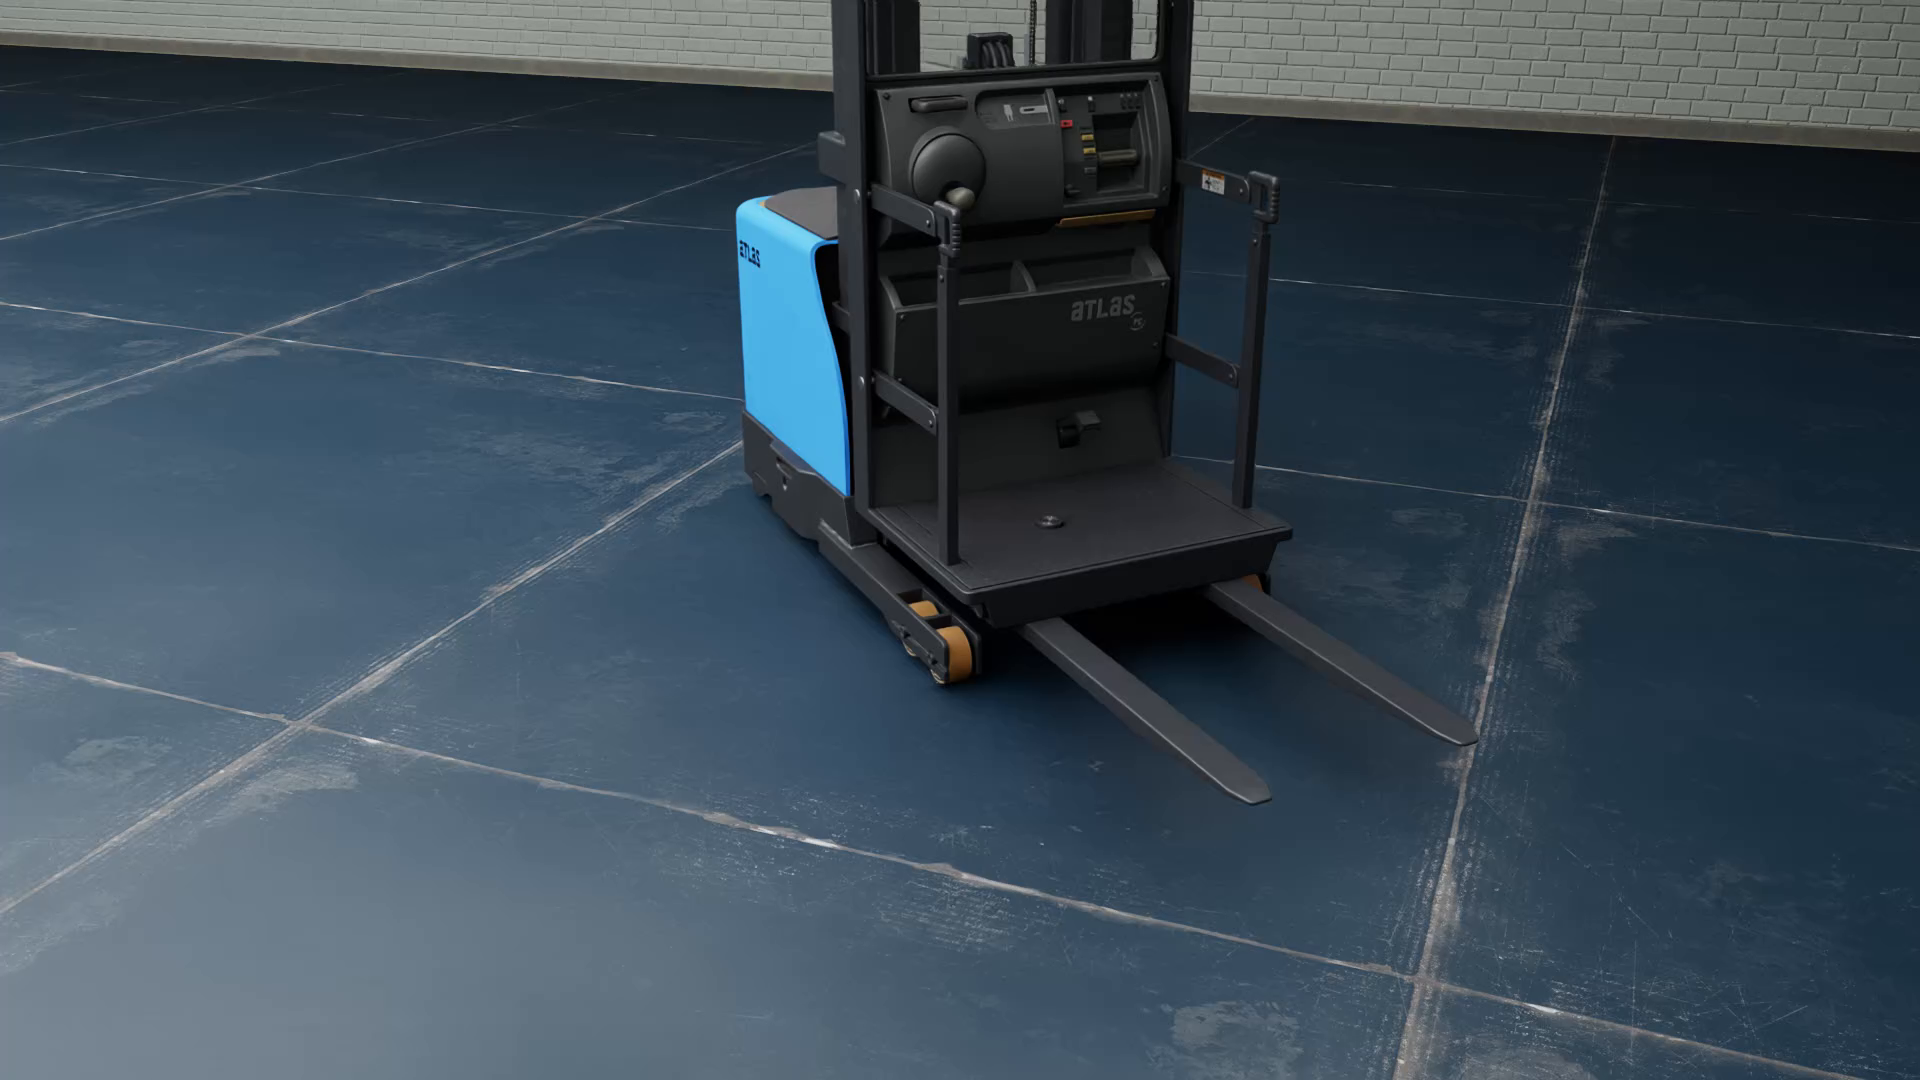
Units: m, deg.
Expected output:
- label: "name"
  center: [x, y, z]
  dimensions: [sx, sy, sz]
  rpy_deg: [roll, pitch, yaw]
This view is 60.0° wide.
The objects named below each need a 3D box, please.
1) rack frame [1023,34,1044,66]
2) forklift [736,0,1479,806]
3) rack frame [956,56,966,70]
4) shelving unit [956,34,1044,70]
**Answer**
- label: "rack frame"
  center: [0.407, -1.337, 7.005]
  dimensions: [0.023, 1.500, 0.400]
  rpy_deg: [-20, 30, -40]
- label: "forklift"
  center: [0.296, -1.133, 4.659]
  dimensions: [1.130, 2.935, 3.031]
  rpy_deg: [-11, 25, -24]
- label: "rack frame"
  center: [-0.123, -1.142, 6.539]
  dimensions: [0.023, 1.500, 0.400]
  rpy_deg: [-20, 30, -40]
- label: "shelving unit"
  center: [0.142, -1.240, 6.772]
  dimensions: [0.755, 1.500, 0.431]
  rpy_deg: [-20, 30, -40]
